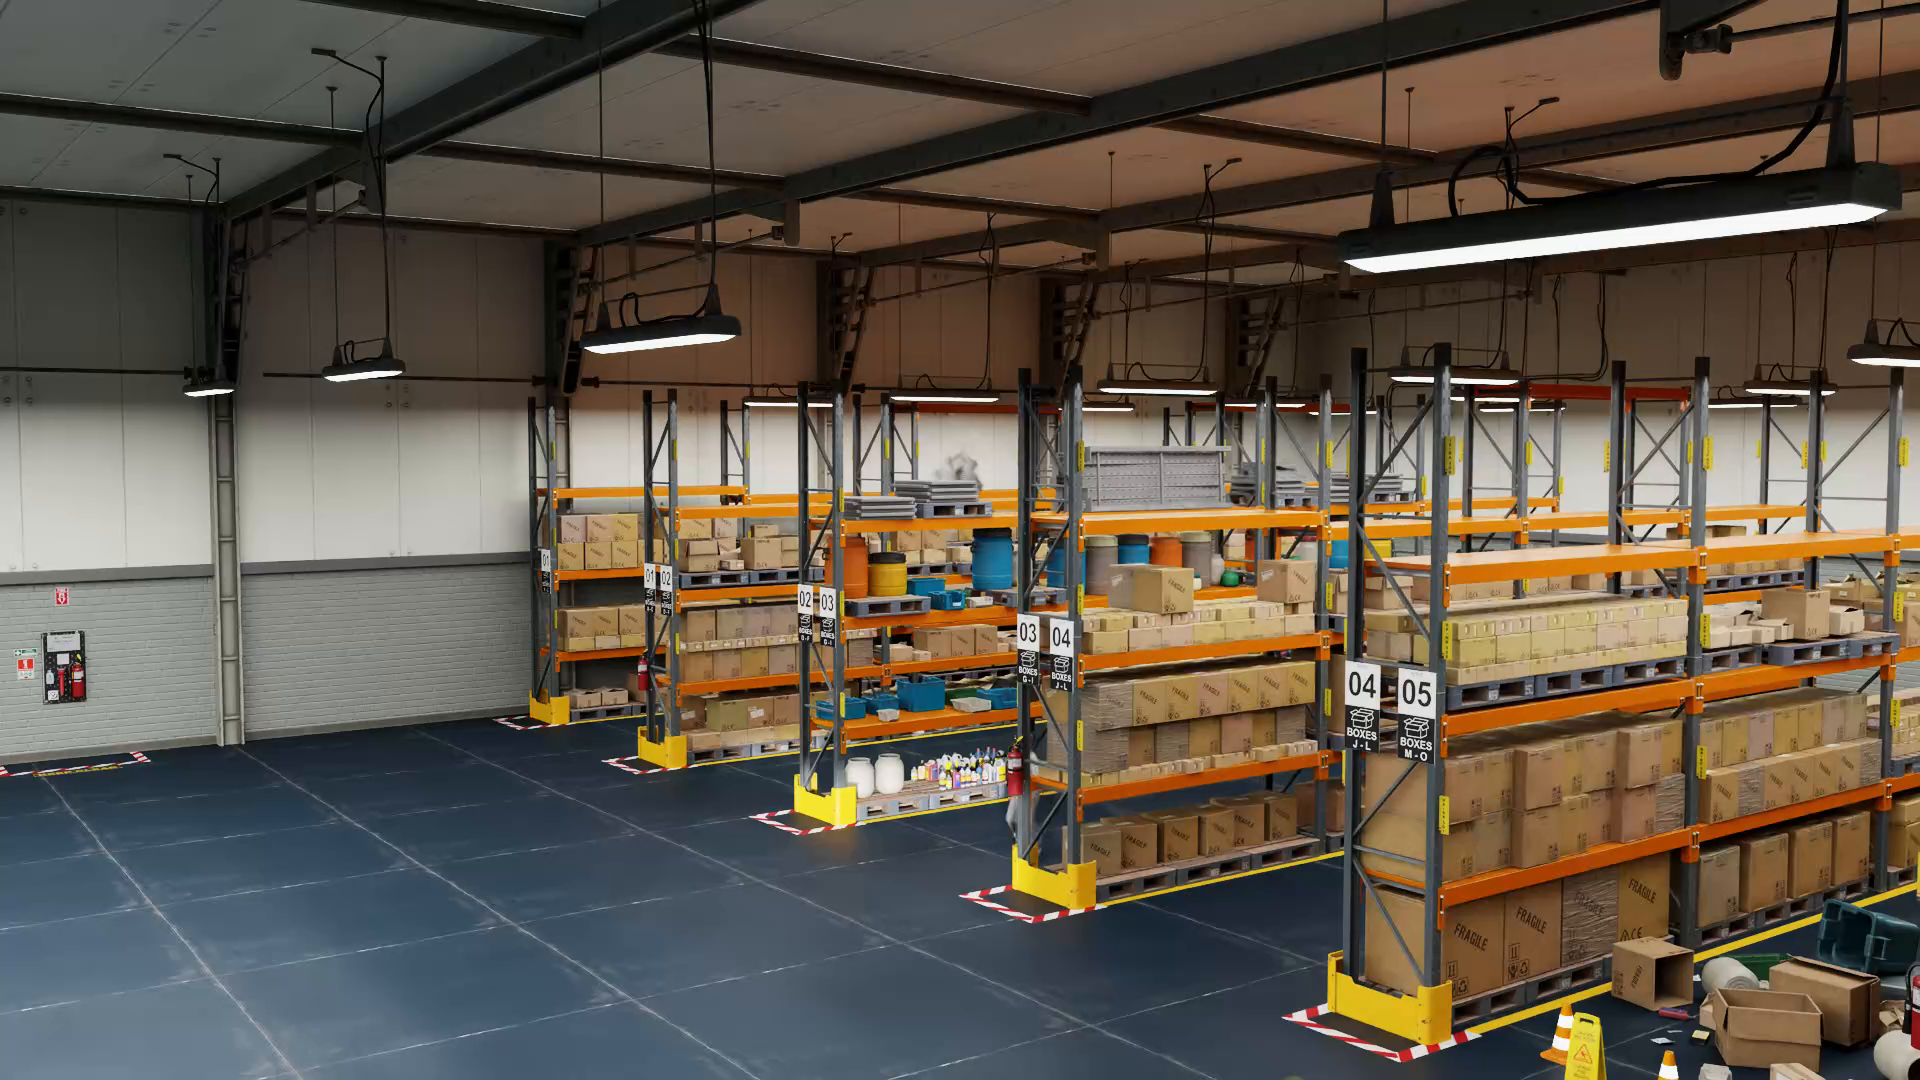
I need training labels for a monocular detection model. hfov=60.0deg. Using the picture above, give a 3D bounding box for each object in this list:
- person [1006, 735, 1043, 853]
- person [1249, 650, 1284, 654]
[{"bbox_3d":[0.790,3.161,20.513,0.632,1.591,0.510,-3,4,-40],"label":"person"},{"bbox_3d":[5.810,2.441,31.672,0.664,1.738,0.951,3,5,43],"label":"person"}]
